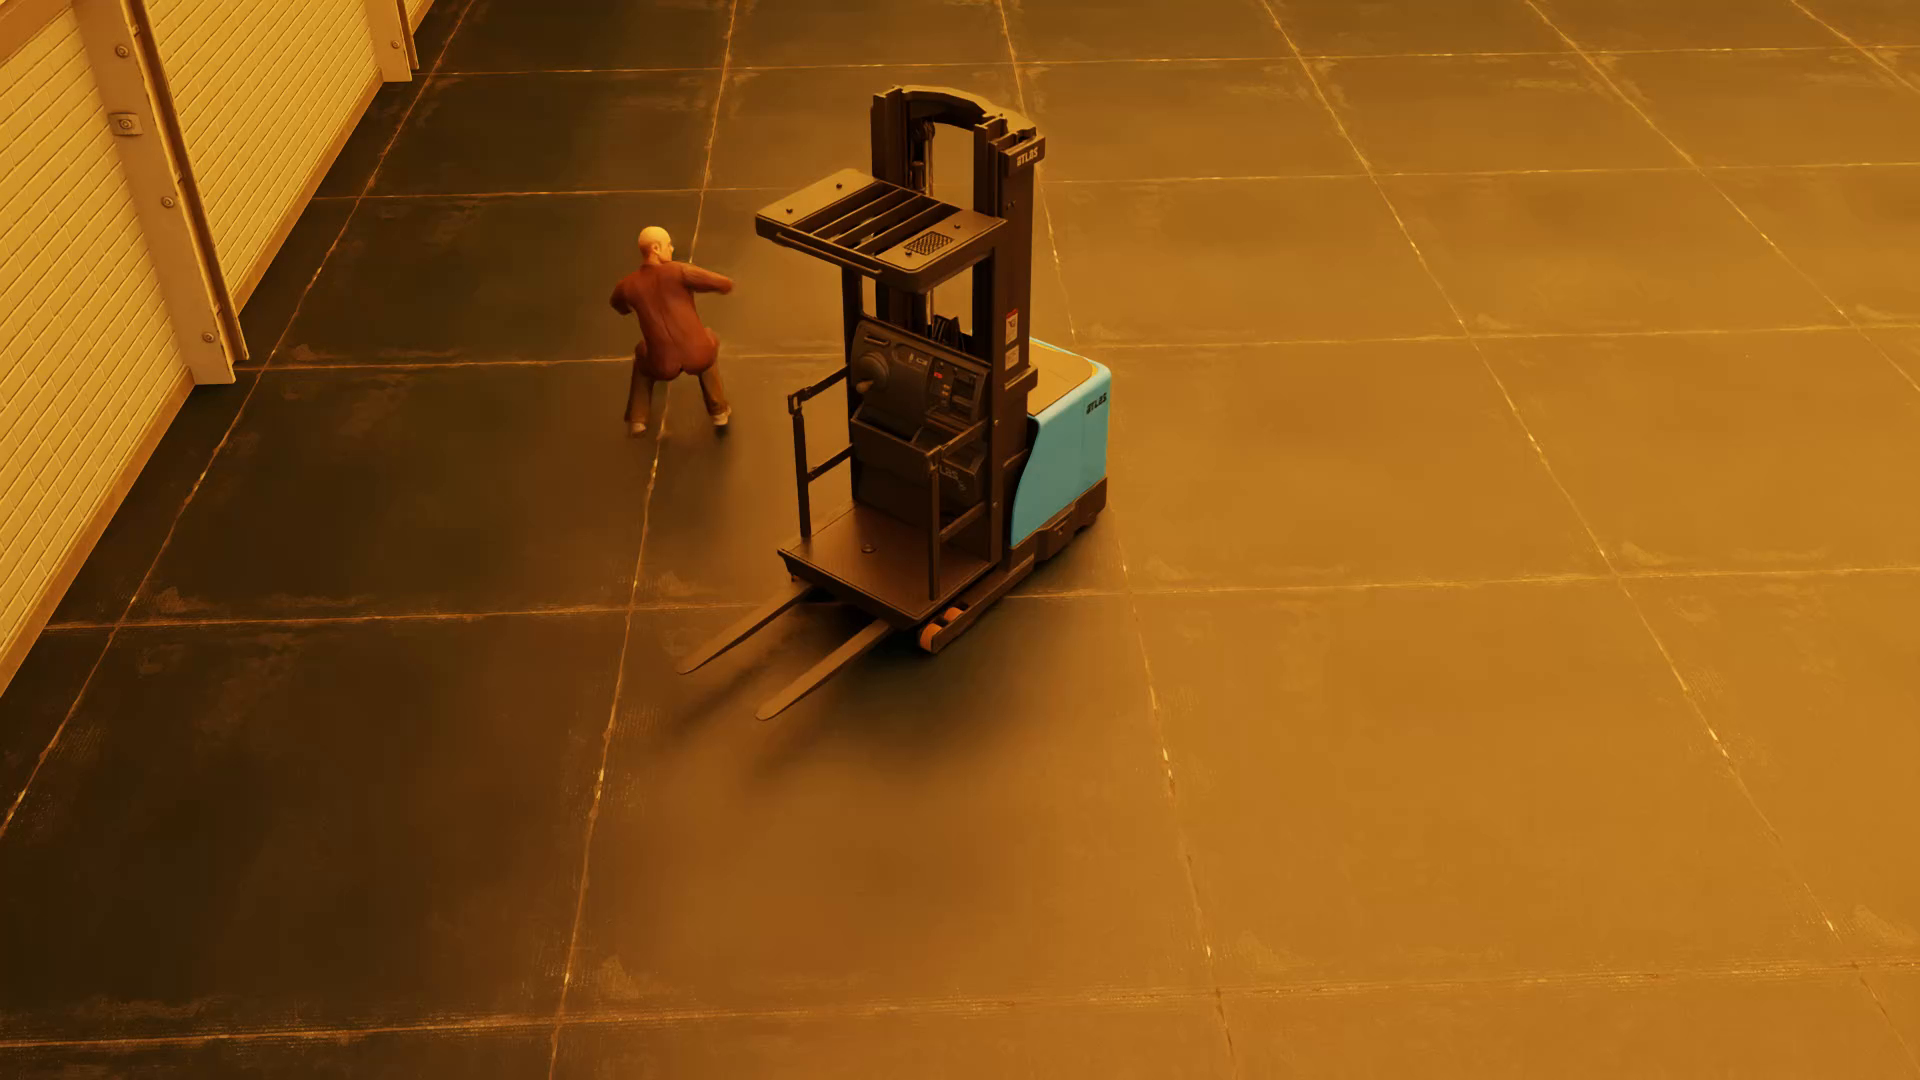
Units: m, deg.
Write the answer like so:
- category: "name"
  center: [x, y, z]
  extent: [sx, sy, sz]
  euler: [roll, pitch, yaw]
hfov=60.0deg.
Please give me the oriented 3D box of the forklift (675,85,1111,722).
- category: "forklift"
  center: [-0.369, -0.865, 9.199]
  extent: [1.130, 2.935, 3.031]
  euler: [25, 43, 30]

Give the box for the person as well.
- category: "person"
  center: [-1.919, -1.417, 11.214]
  extent: [0.847, 1.534, 0.912]
  euler: [-3, 36, -4]
